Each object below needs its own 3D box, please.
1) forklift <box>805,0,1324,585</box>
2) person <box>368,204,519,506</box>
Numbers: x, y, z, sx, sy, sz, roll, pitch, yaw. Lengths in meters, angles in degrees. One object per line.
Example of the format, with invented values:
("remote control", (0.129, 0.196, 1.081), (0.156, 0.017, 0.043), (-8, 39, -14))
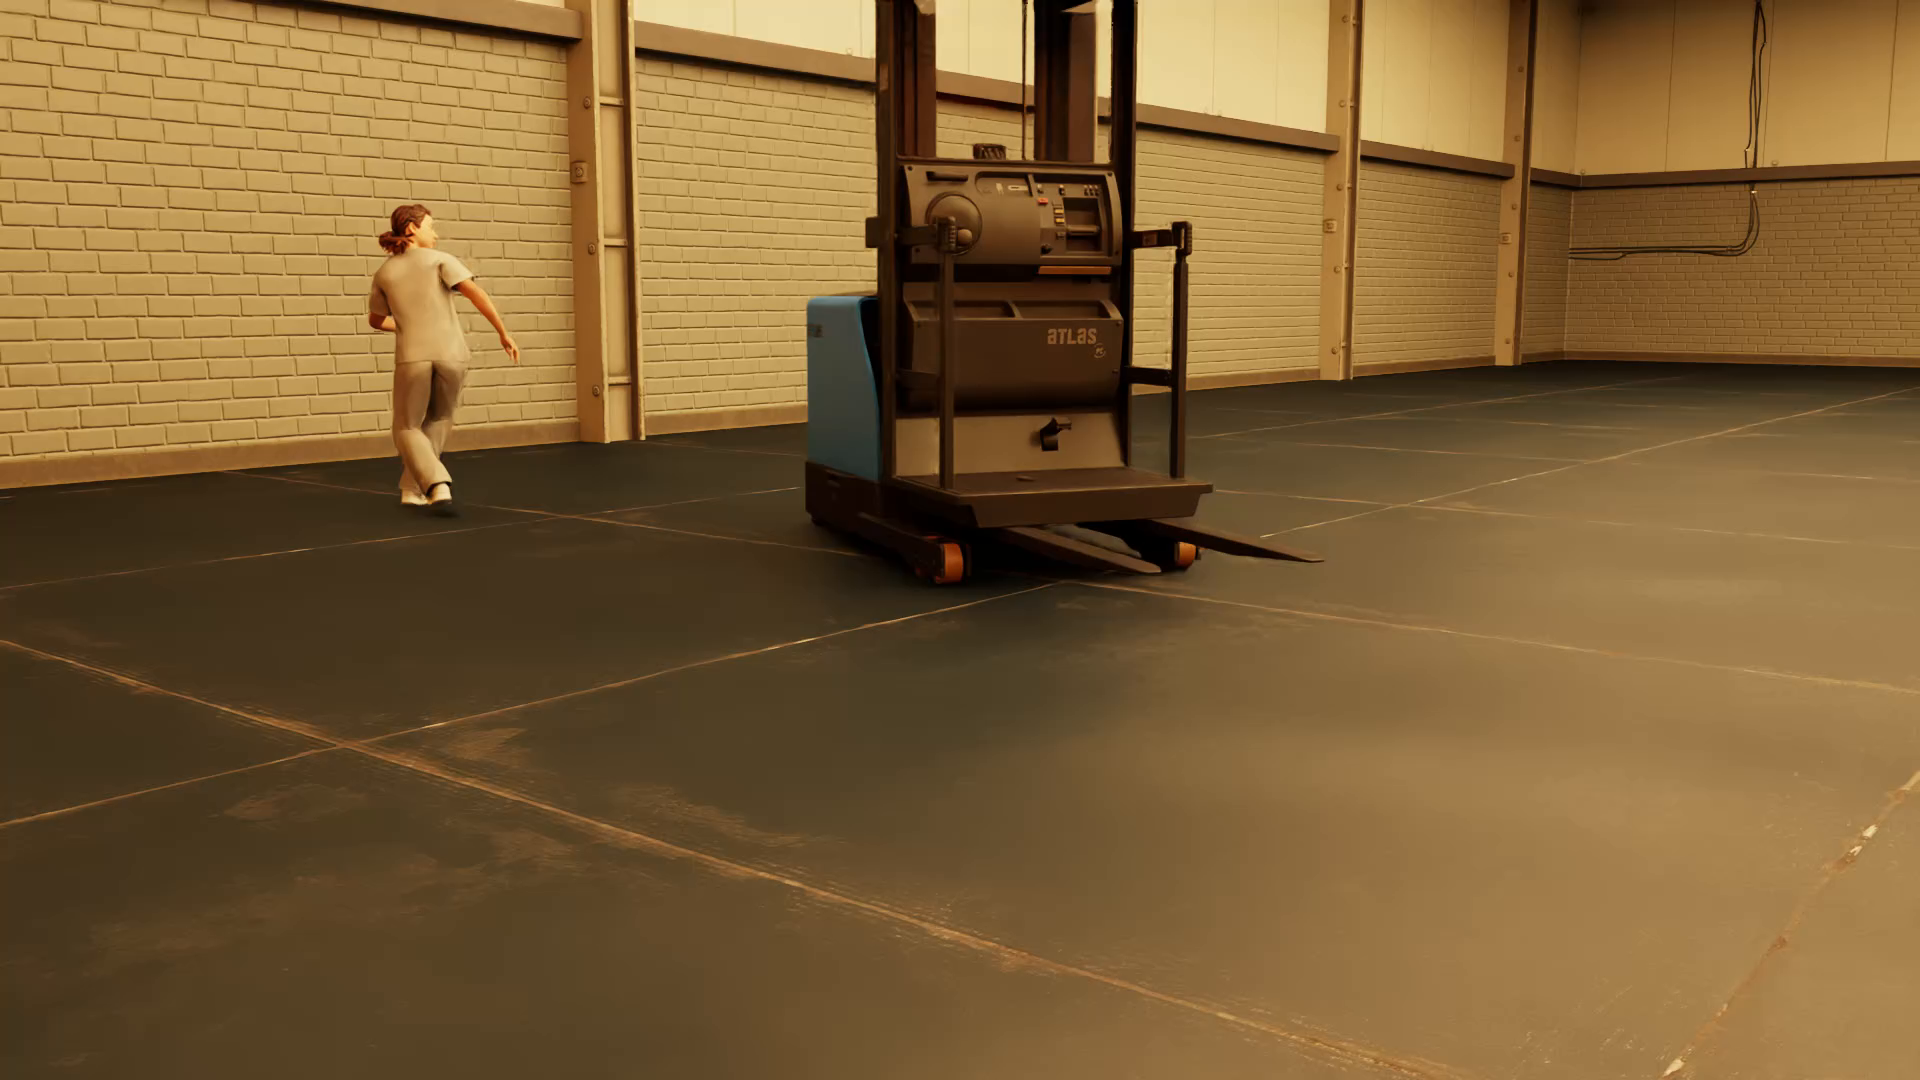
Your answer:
("forklift", (0.304, -1.349, 6.504), (1.130, 2.935, 3.031), (-3, 9, -22))
("person", (-2.617, -0.918, 8.446), (0.734, 1.549, 0.795), (-2, 9, -14))
